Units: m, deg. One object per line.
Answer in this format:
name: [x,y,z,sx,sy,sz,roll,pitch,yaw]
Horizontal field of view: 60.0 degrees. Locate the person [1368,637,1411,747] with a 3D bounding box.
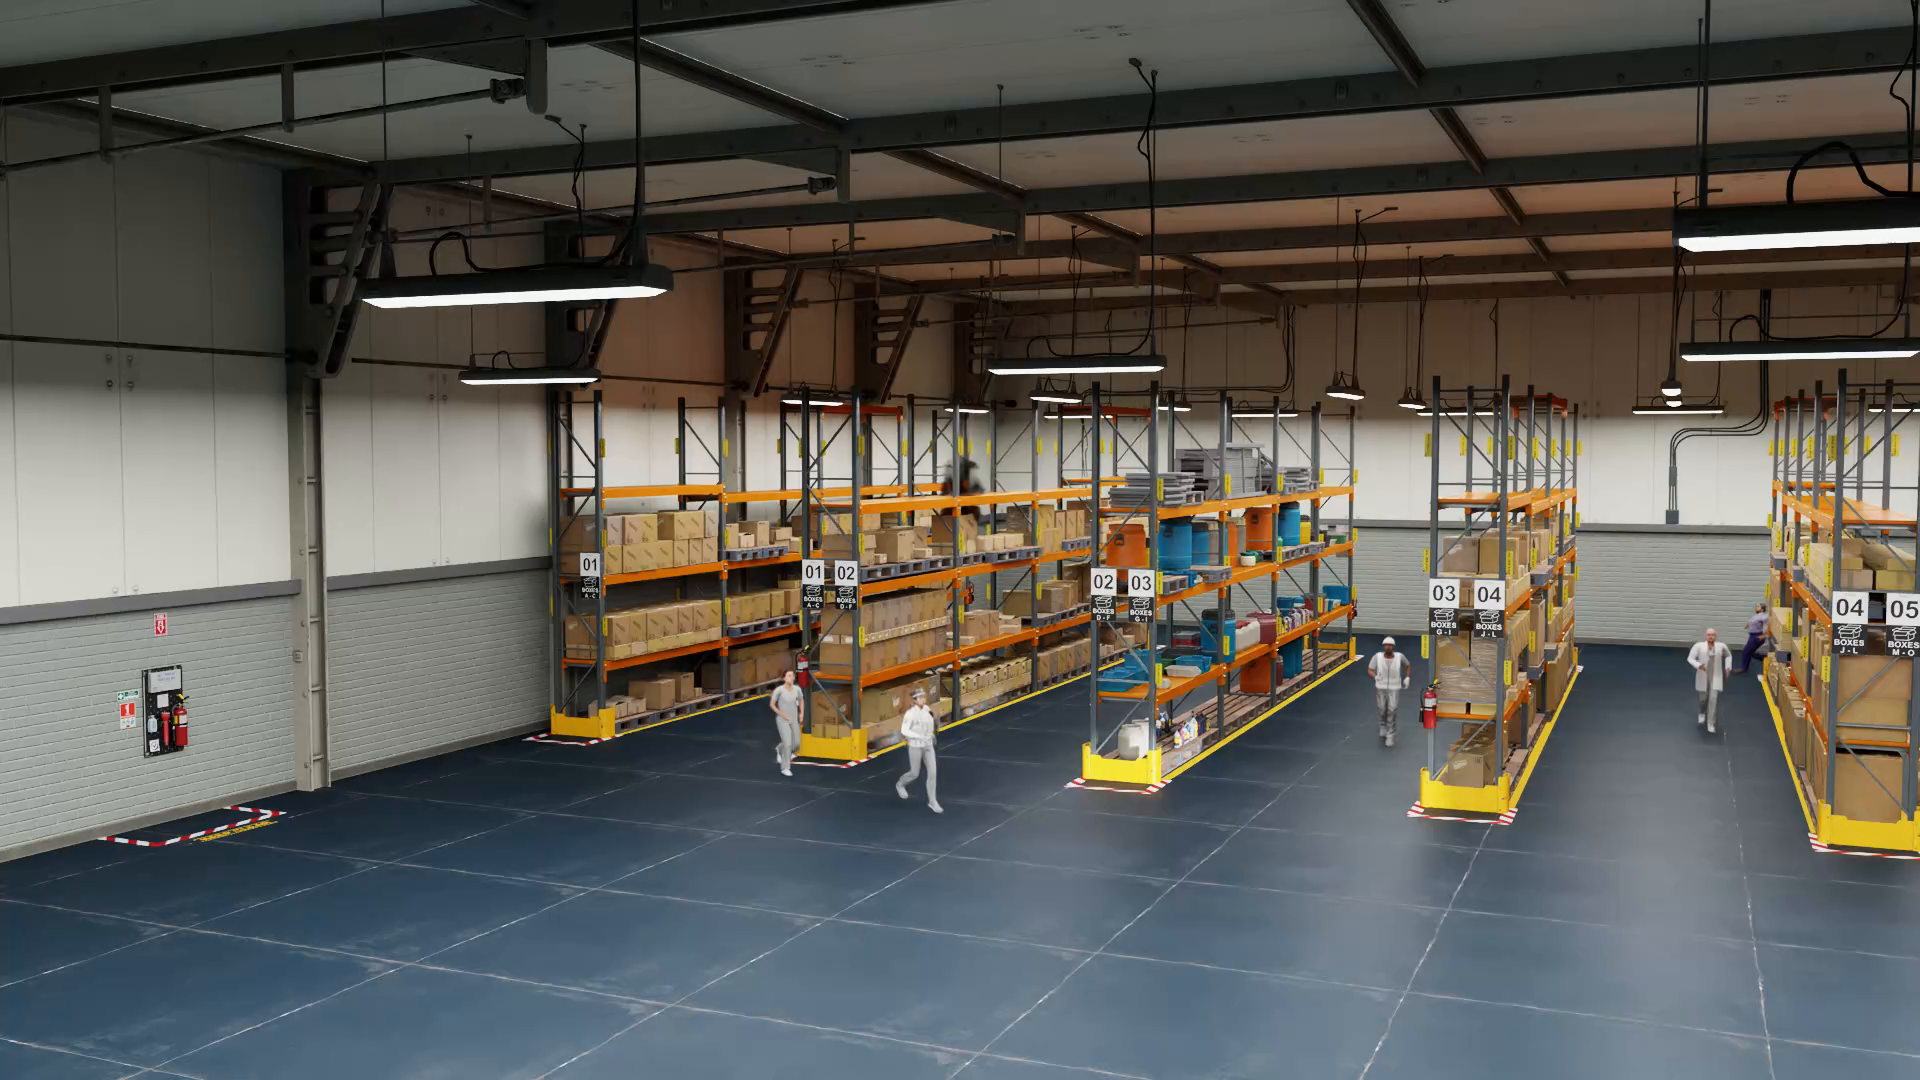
person: [7.287,2.542,28.267,0.707,1.801,0.879,1,3,17]

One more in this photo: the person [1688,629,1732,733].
person: [13.375,2.474,29.669,0.734,1.799,0.934,1,3,22]

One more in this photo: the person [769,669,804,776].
person: [-2.671,2.791,25.648,0.608,1.636,0.618,-2,4,-34]

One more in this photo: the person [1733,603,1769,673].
person: [17.582,2.170,36.767,0.809,1.590,0.668,1,3,13]

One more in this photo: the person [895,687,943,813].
person: [-0.553,2.882,23.078,0.628,1.703,0.932,-2,4,-38]
